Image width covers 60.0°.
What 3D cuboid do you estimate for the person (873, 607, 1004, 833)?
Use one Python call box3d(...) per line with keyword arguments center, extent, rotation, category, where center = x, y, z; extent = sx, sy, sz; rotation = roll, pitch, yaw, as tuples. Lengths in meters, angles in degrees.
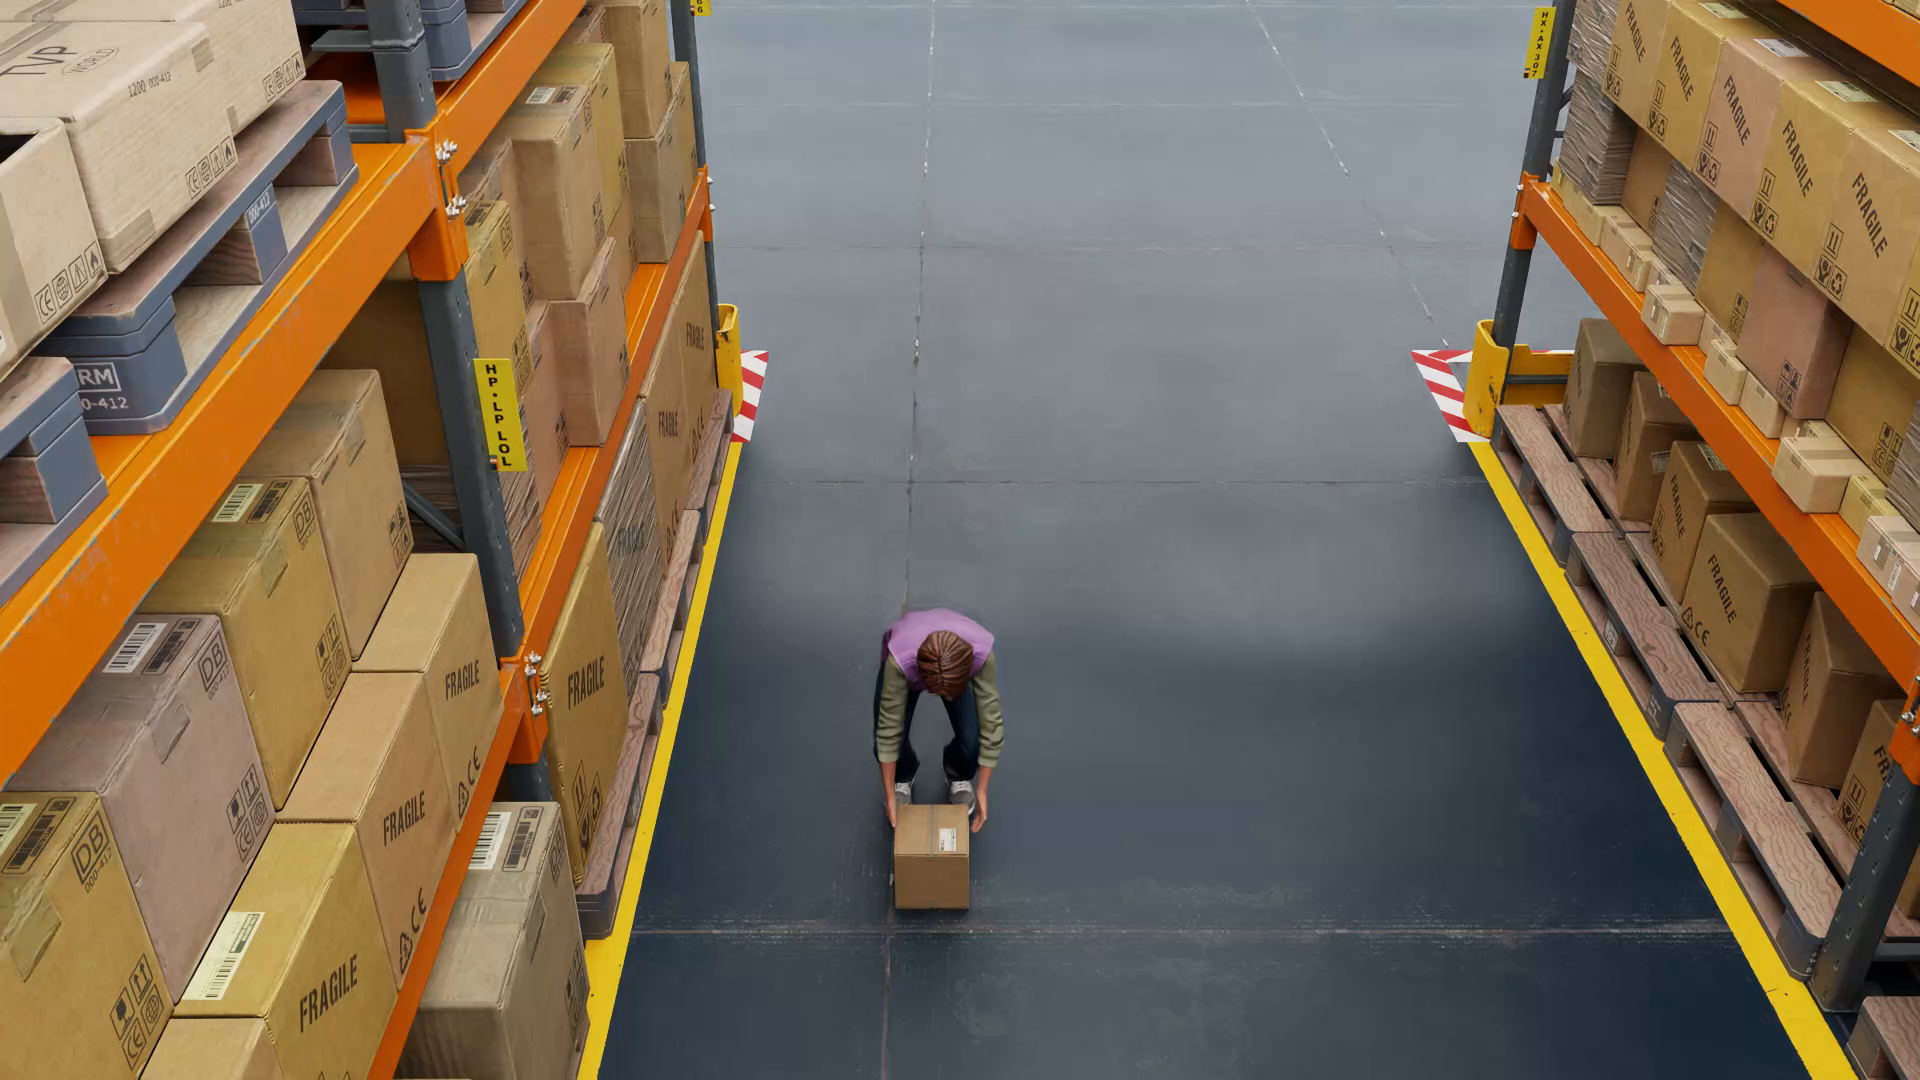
box3d(center=(-0.079, 0.580, 5.806), extent=(0.454, 0.974, 0.779), rotation=(0, 32, 0), category="person")
